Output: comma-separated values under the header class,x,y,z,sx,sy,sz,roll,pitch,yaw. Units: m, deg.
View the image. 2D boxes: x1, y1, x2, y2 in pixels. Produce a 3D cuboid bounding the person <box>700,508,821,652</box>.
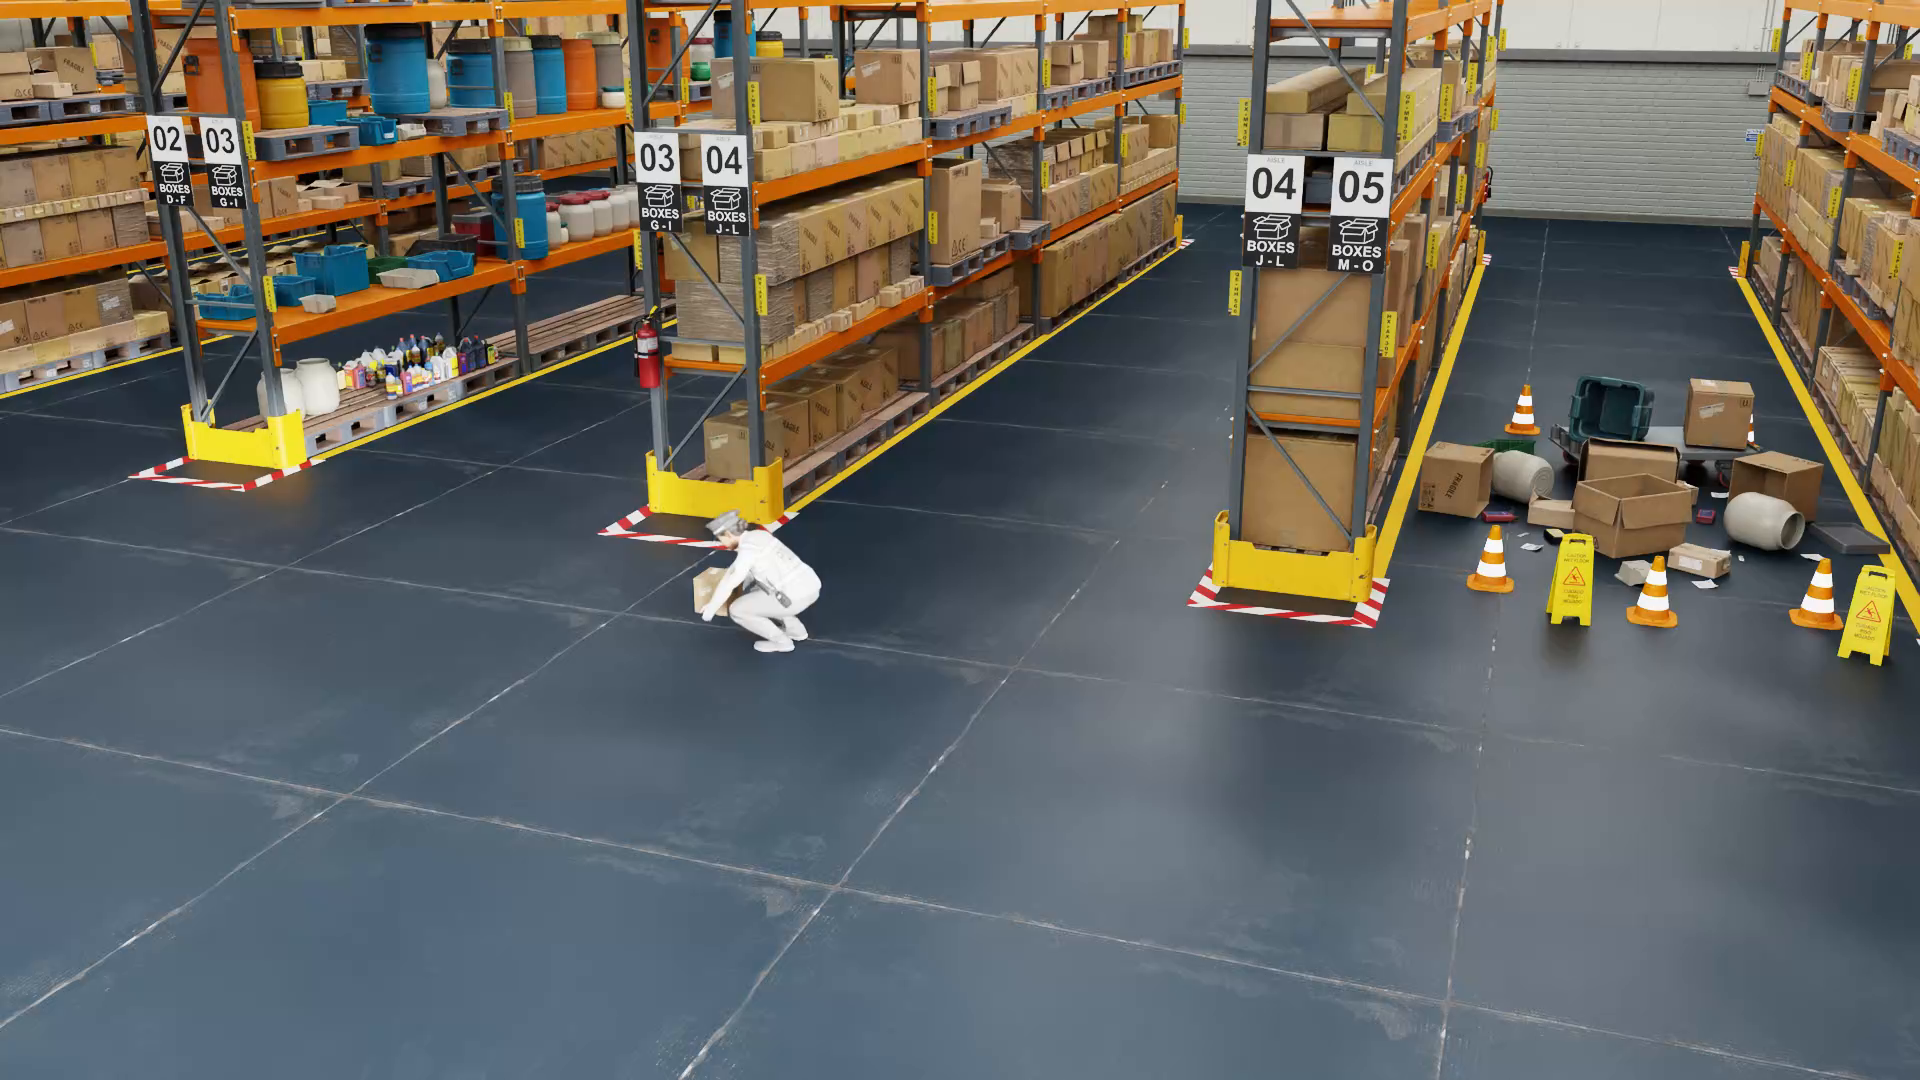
class,x,y,z,sx,sy,sz,roll,pitch,yaw
person,-1.369,0.253,11.428,0.817,0.966,0.502,6,20,18
